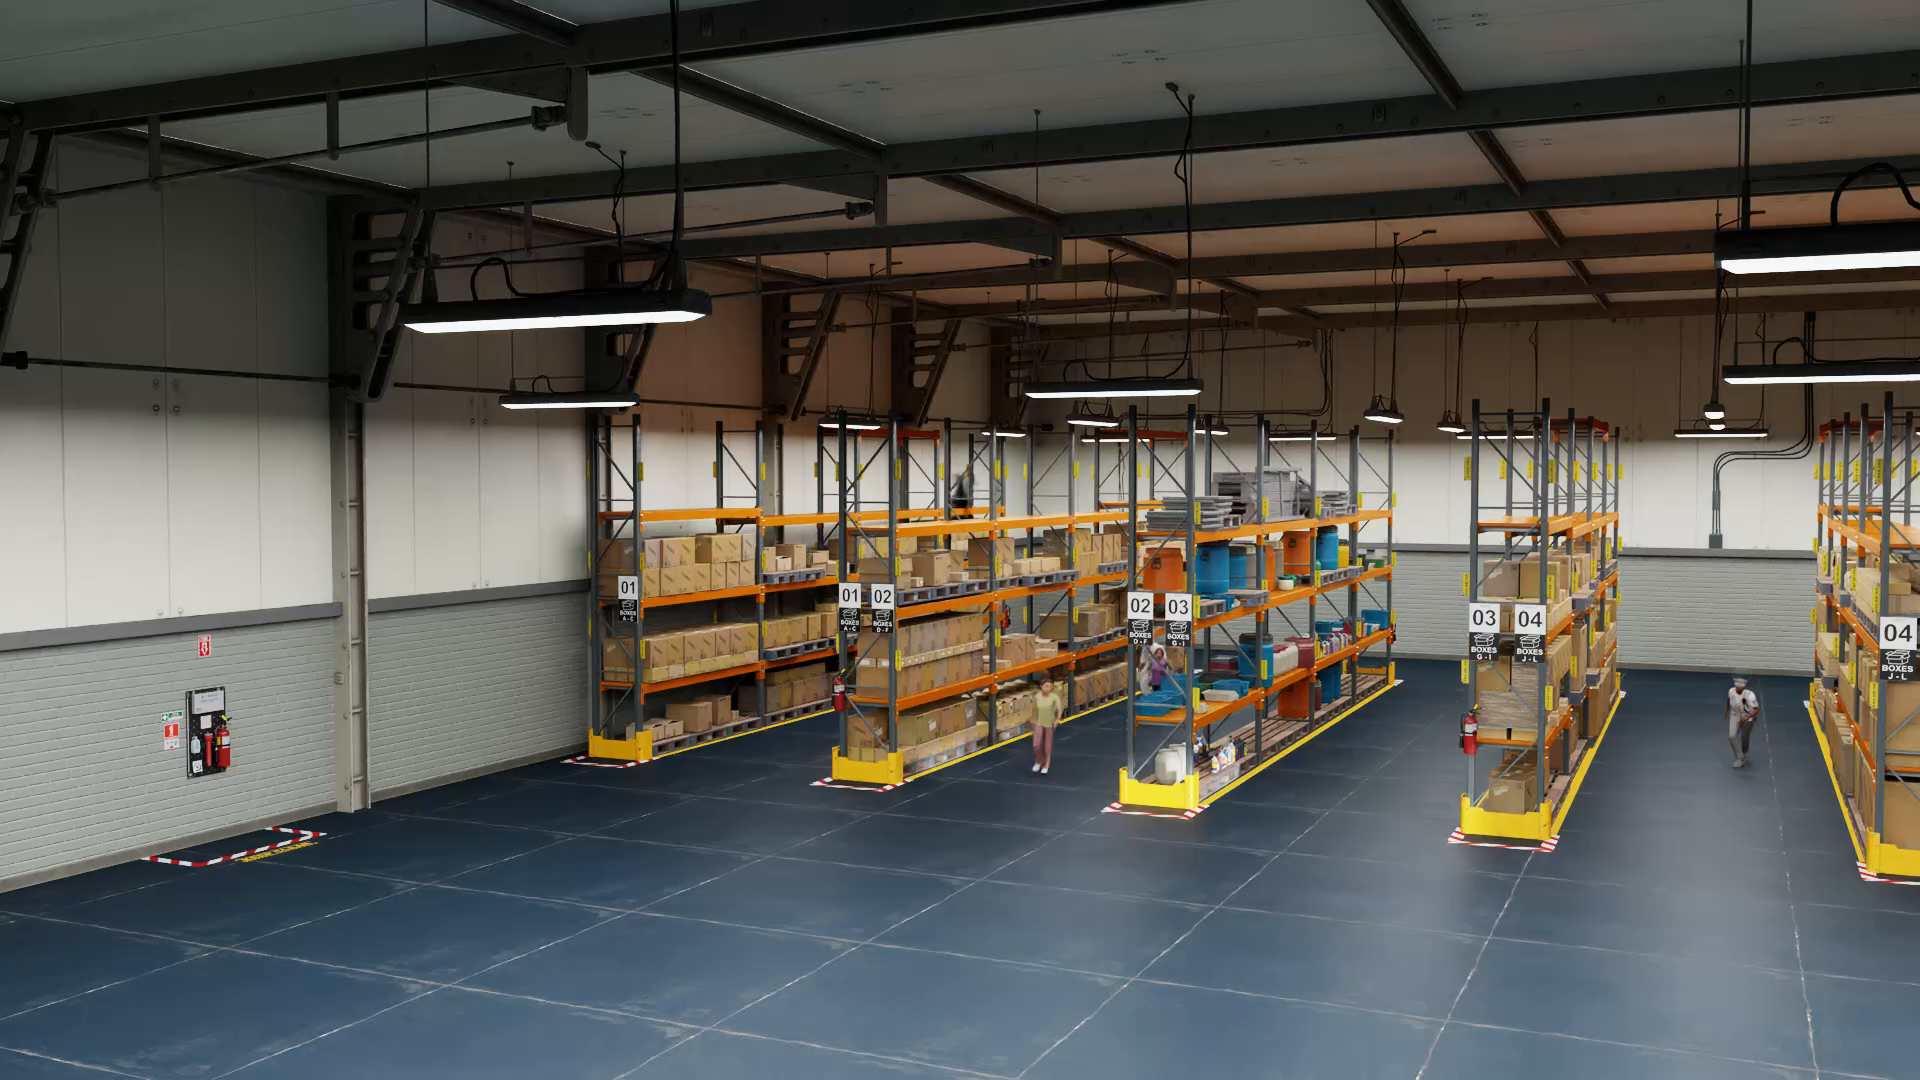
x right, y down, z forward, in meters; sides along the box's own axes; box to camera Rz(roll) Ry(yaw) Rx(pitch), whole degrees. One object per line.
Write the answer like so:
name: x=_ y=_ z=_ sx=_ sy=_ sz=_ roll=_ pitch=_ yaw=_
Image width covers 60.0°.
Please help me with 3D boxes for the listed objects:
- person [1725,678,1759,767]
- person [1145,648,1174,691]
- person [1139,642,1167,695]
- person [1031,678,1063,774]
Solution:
person: x=13.358 y=3.074 z=28.357 sx=0.583 sy=1.510 sz=1.023 roll=2 pitch=3 yaw=37
person: x=3.955 y=2.894 z=33.285 sx=0.605 sy=1.531 sz=0.802 roll=2 pitch=3 yaw=36
person: x=4.125 y=2.728 z=35.026 sx=0.722 sy=1.619 sz=1.159 roll=2 pitch=3 yaw=35
person: x=1.410 y=3.057 z=27.280 sx=0.562 sy=1.613 sz=0.724 roll=0 pitch=2 yaw=8
